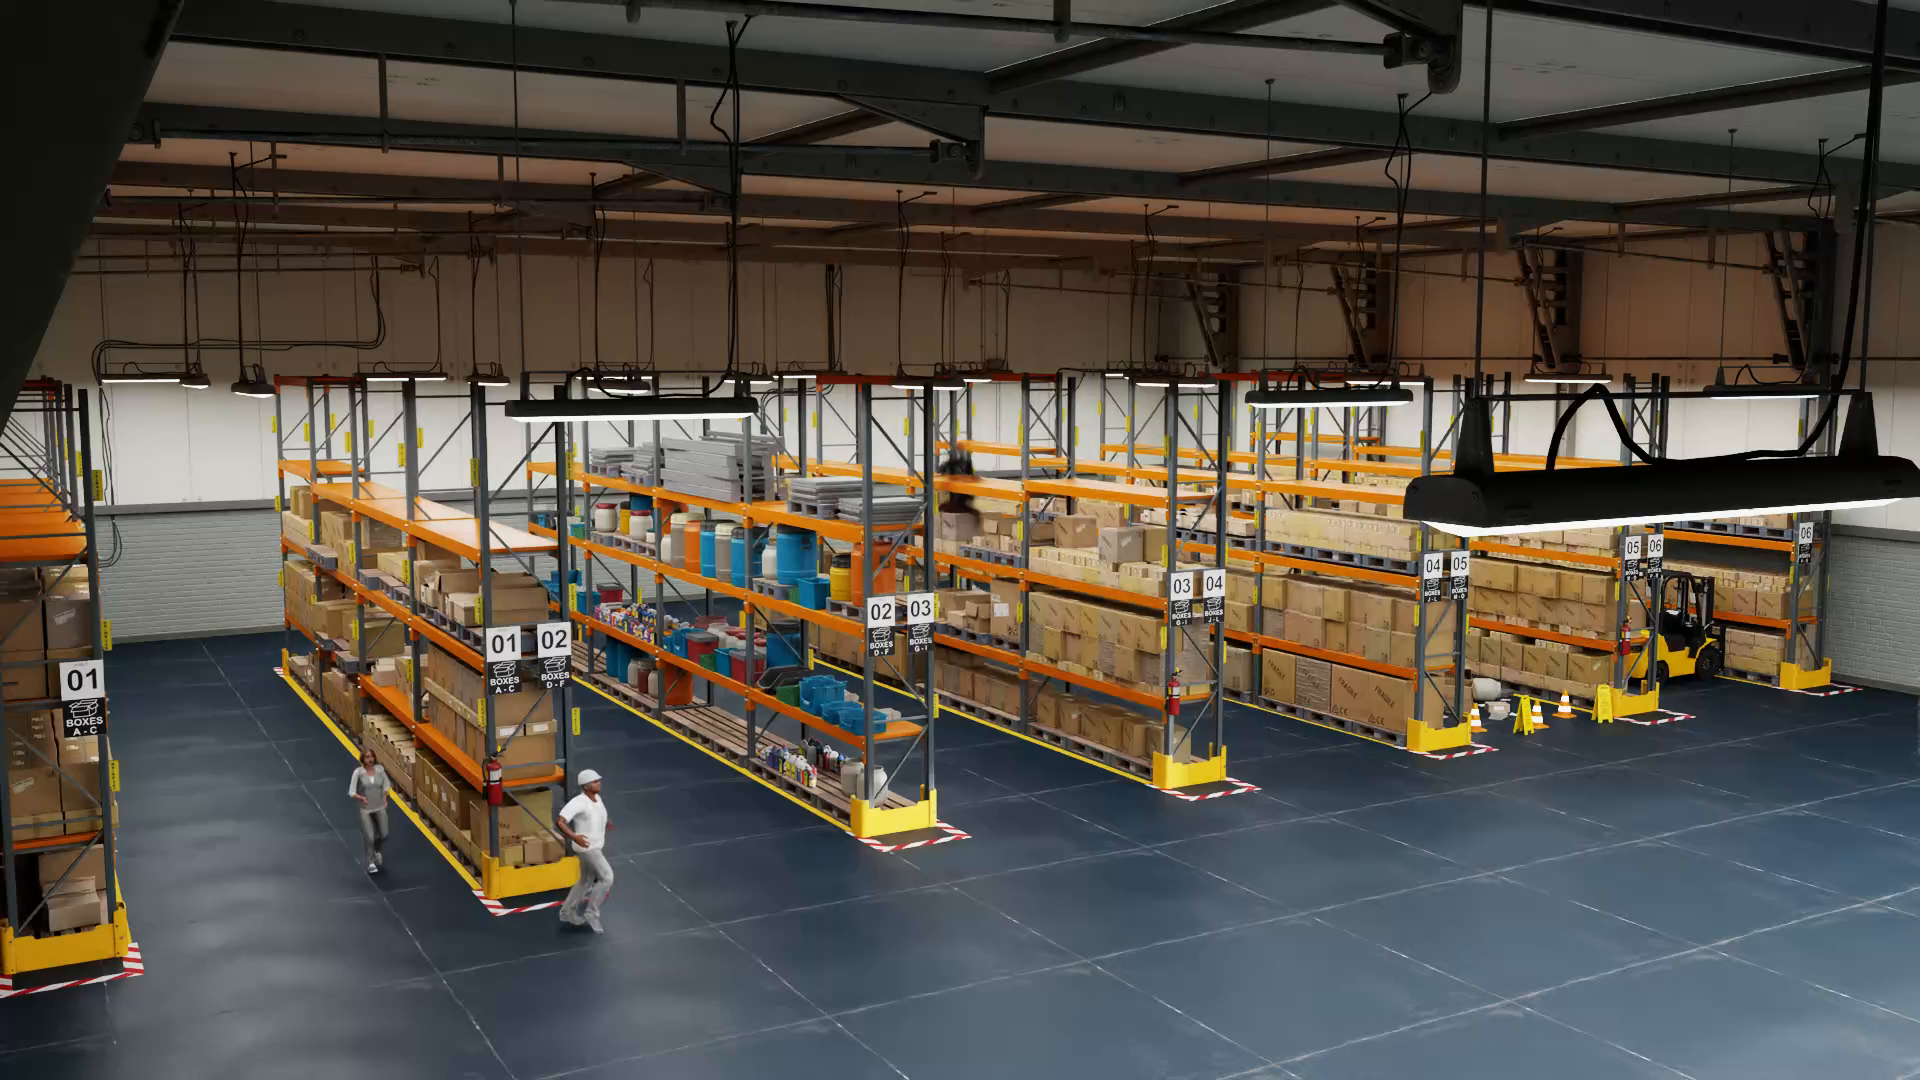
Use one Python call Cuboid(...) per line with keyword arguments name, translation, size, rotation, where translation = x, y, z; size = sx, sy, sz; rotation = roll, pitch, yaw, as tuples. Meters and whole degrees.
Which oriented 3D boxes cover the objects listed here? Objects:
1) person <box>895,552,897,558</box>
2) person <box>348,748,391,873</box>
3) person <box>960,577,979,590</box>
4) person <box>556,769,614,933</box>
Cuboid(name="person", translation=(-1.672, 1.097, 40.004), size=(0.710, 1.722, 0.818), rotation=(1, 6, 8))
Cuboid(name="person", translation=(-7.202, 3.324, 20.391), size=(0.526, 1.556, 0.536), rotation=(-4, 7, -32))
Cuboid(name="person", translation=(0.203, 0.839, 42.483), size=(0.538, 1.679, 0.716), rotation=(4, 7, 31))
Cuboid(name="person", translation=(-4.137, 3.451, 18.508), size=(0.641, 1.818, 0.731), rotation=(1, 6, 5))
